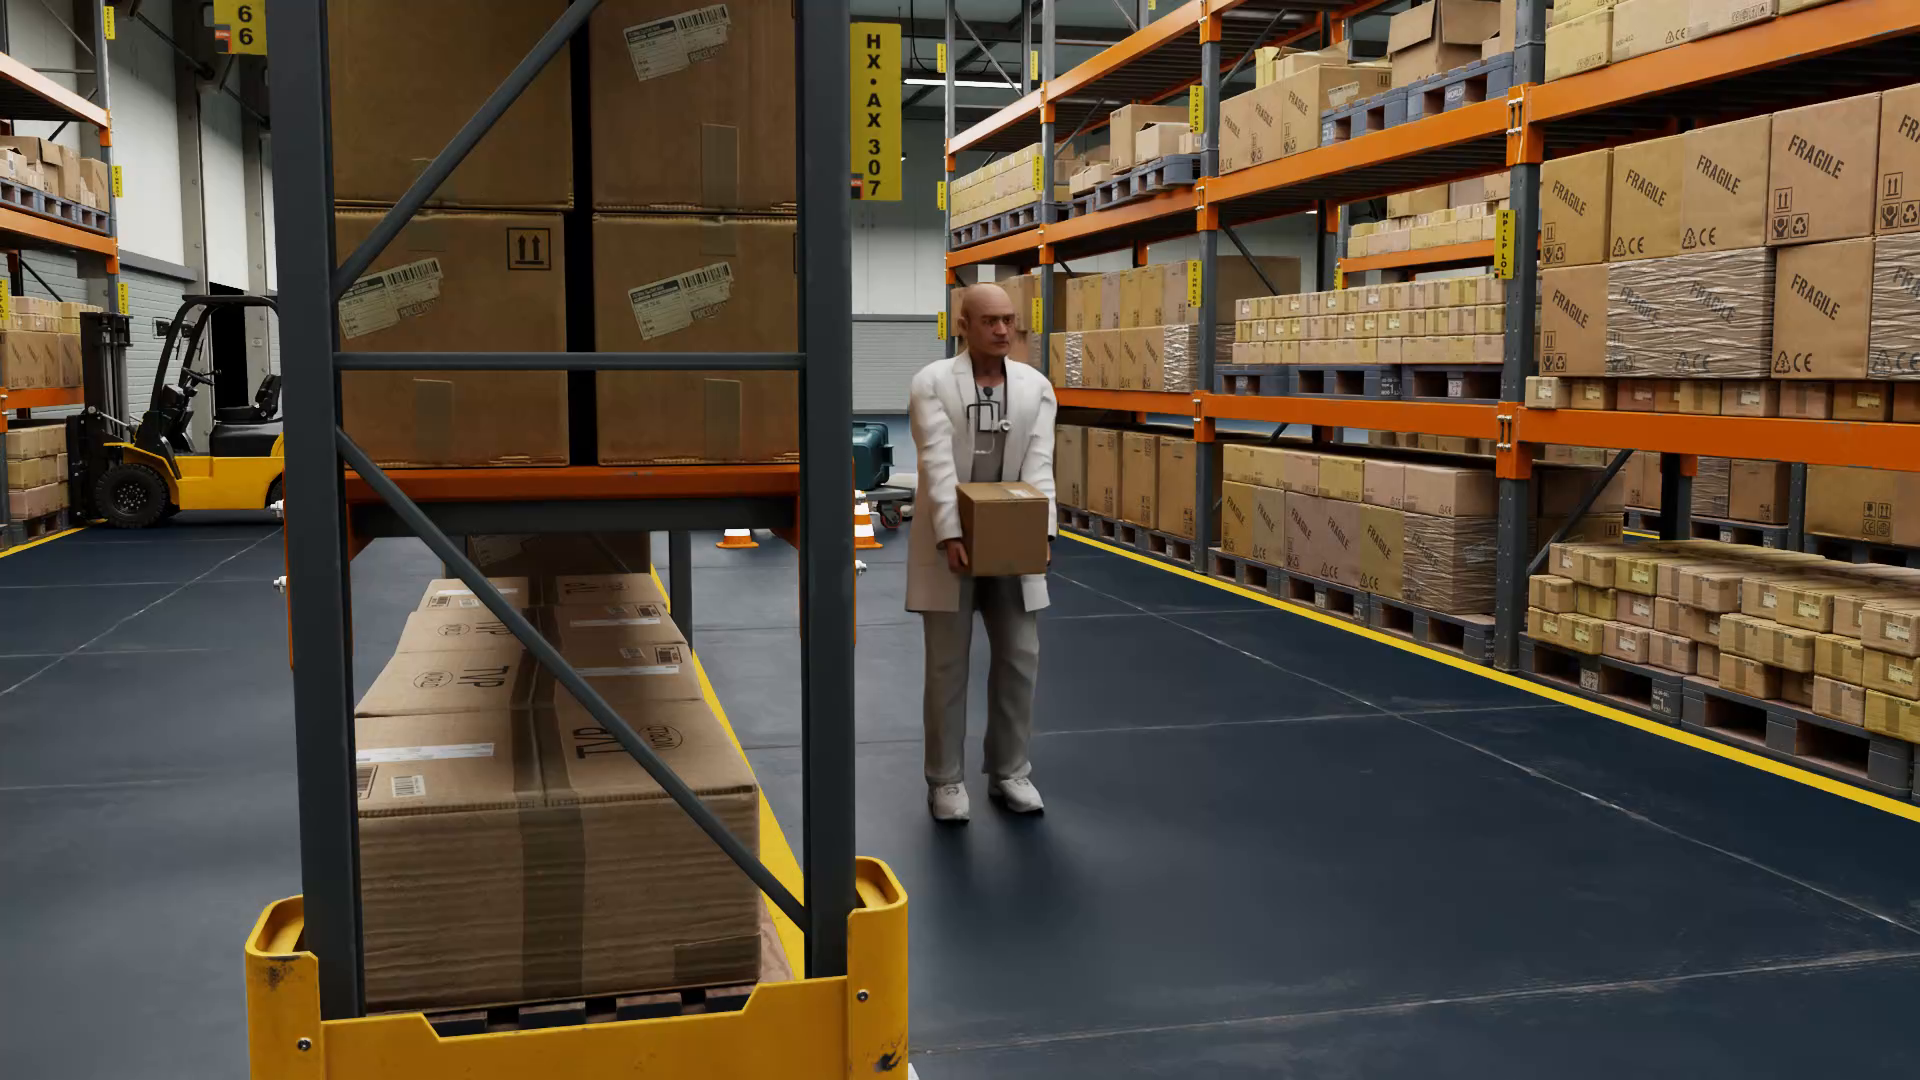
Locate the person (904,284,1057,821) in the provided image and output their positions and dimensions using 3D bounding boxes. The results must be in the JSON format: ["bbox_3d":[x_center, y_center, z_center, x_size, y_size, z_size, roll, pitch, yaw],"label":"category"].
[{"bbox_3d":[0.083,0.040,5.550,0.527,1.774,0.573,-2,6,-15],"label":"person"}]
